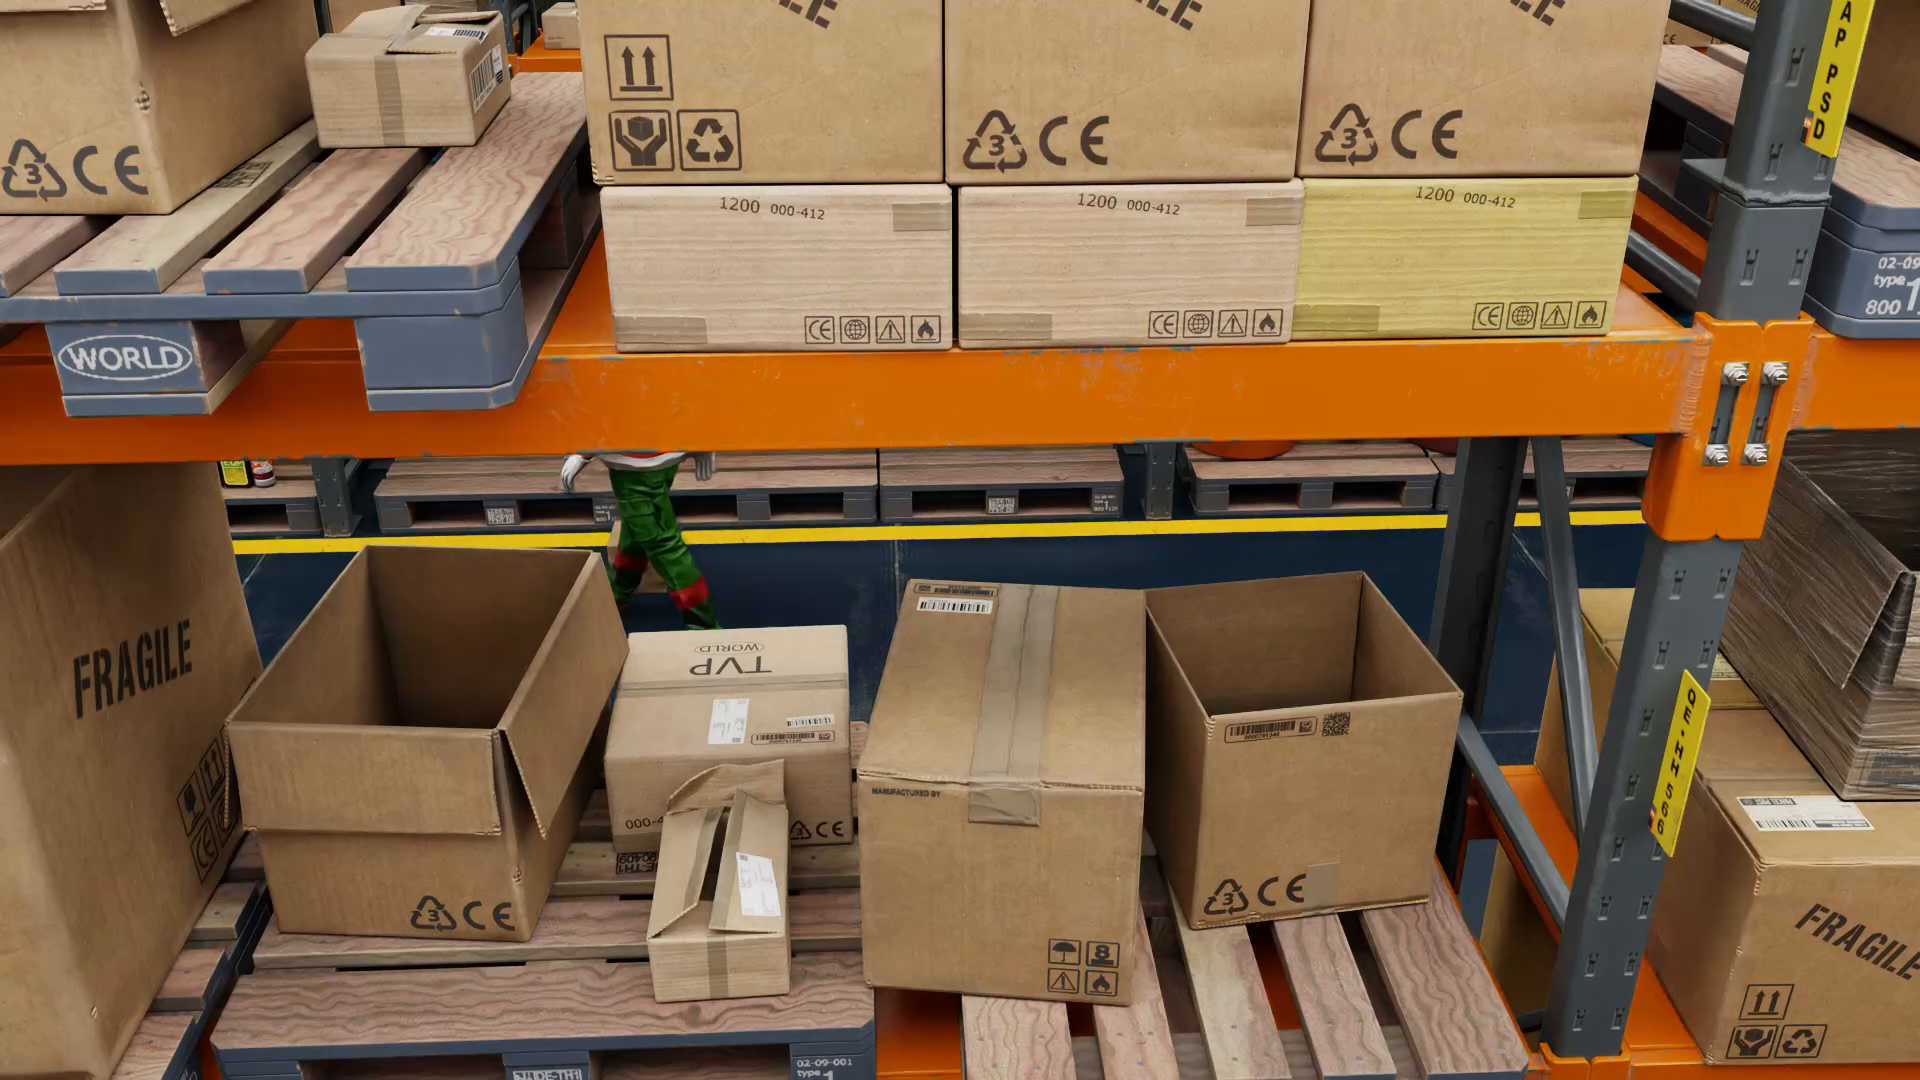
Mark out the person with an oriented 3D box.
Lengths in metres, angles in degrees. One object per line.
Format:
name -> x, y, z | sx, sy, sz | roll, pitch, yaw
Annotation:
person -> -1.367, -0.373, 6.820 | 0.947, 1.755, 0.573 | 16, 31, 28
